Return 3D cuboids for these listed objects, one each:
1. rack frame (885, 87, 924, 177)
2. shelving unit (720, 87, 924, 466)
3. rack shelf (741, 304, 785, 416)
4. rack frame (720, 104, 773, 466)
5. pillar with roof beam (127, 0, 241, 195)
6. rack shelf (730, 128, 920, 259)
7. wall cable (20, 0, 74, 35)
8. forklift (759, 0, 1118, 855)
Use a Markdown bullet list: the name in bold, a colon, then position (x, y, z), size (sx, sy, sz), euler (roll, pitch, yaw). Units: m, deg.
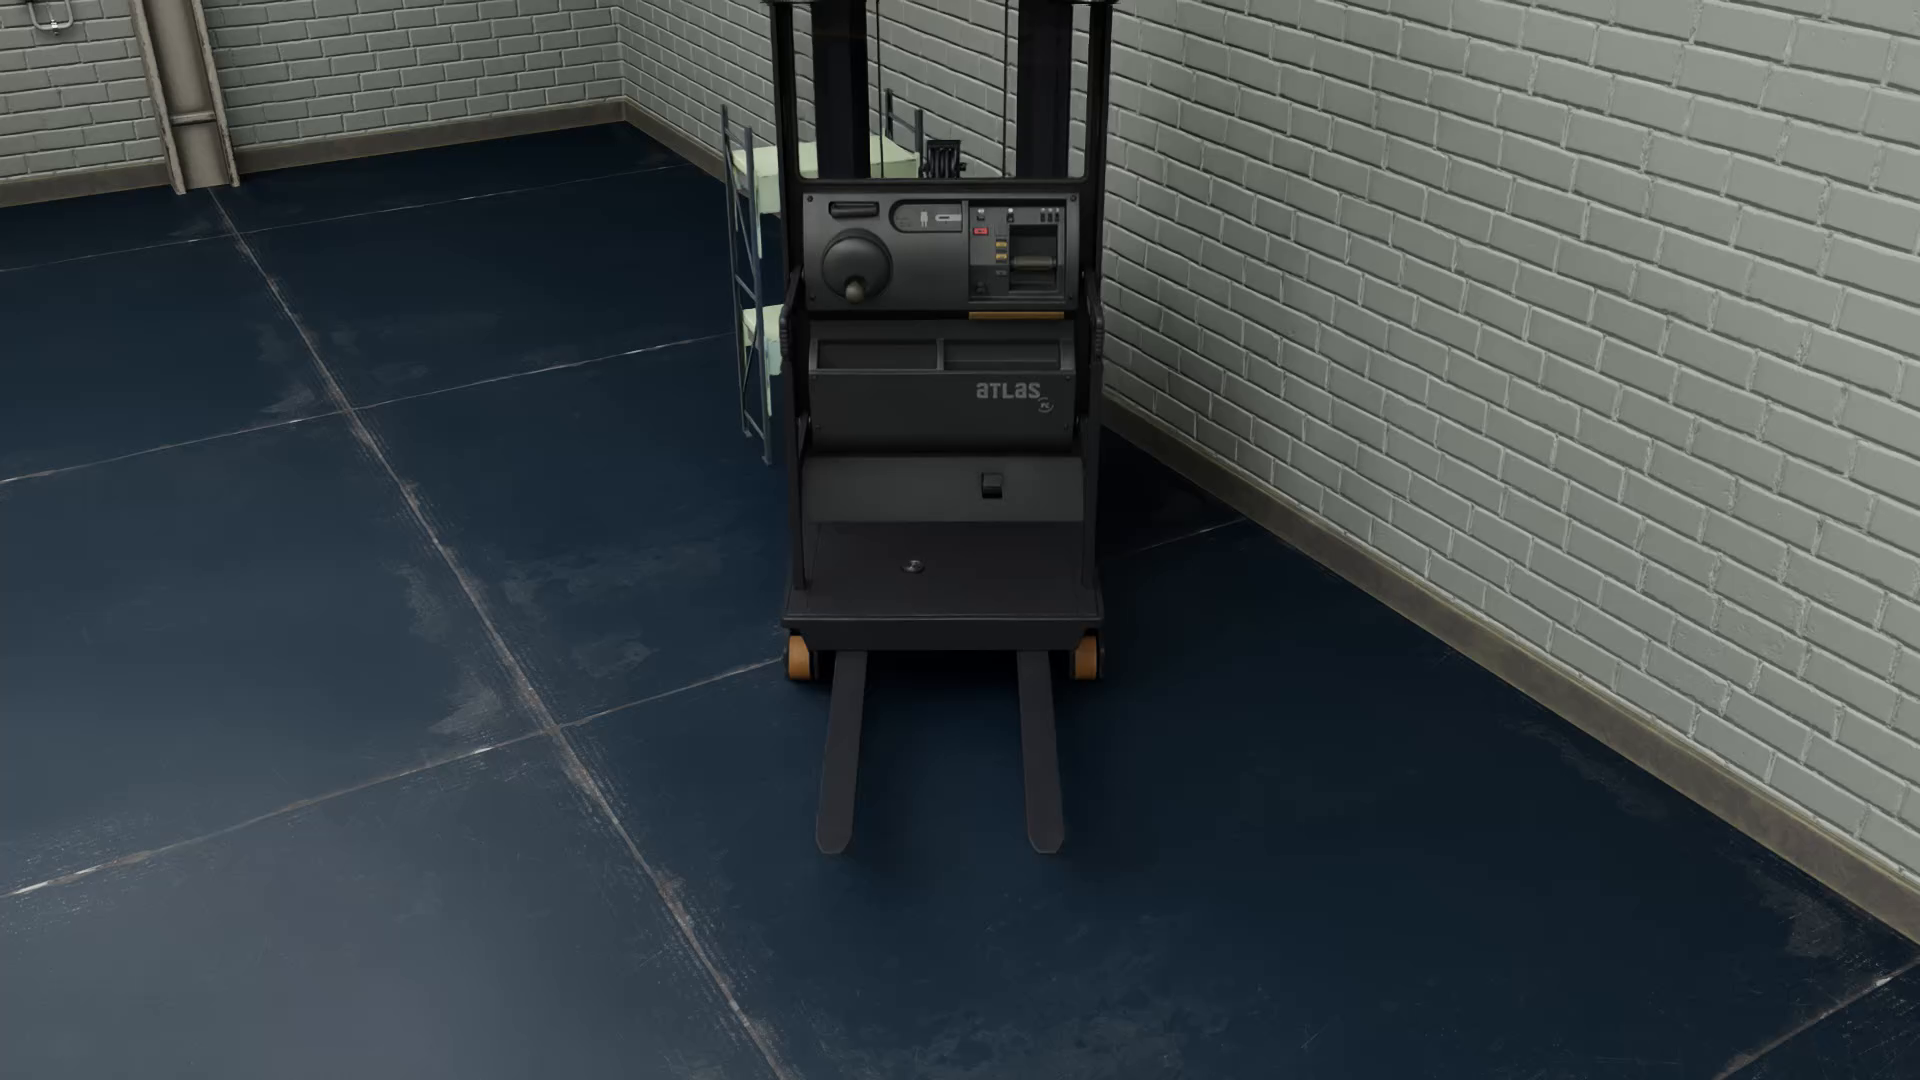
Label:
- **rack frame**: position (-0.240, -1.211, 7.392), size (0.023, 1.500, 0.400), euler (-11, 31, -20)
- **shelving unit**: position (-0.578, -1.143, 7.269), size (0.755, 1.500, 0.431), euler (-11, 31, -20)
- **rack shelf**: position (-0.578, -0.858, 7.426), size (0.720, 0.370, 0.431), euler (-11, 31, -20)
- **rack frame**: position (-0.916, -1.075, 7.146), size (0.023, 1.500, 0.400), euler (-11, 31, -20)
- **pillar with roof beam**: position (-2.821, -4.506, 5.602), size (0.400, 9.000, 9.100), euler (-16, 33, -26)
- **rack shelf**: position (-0.578, -1.485, 7.080), size (0.720, 0.370, 0.431), euler (-11, 31, -20)
- **wall cable**: position (-6.267, -3.804, 9.487), size (1.851, 1.984, 0.084), euler (-16, 33, -26)
- **forklift**: position (-0.059, -0.937, 5.415), size (1.130, 2.935, 3.031), euler (0, 29, 0)
